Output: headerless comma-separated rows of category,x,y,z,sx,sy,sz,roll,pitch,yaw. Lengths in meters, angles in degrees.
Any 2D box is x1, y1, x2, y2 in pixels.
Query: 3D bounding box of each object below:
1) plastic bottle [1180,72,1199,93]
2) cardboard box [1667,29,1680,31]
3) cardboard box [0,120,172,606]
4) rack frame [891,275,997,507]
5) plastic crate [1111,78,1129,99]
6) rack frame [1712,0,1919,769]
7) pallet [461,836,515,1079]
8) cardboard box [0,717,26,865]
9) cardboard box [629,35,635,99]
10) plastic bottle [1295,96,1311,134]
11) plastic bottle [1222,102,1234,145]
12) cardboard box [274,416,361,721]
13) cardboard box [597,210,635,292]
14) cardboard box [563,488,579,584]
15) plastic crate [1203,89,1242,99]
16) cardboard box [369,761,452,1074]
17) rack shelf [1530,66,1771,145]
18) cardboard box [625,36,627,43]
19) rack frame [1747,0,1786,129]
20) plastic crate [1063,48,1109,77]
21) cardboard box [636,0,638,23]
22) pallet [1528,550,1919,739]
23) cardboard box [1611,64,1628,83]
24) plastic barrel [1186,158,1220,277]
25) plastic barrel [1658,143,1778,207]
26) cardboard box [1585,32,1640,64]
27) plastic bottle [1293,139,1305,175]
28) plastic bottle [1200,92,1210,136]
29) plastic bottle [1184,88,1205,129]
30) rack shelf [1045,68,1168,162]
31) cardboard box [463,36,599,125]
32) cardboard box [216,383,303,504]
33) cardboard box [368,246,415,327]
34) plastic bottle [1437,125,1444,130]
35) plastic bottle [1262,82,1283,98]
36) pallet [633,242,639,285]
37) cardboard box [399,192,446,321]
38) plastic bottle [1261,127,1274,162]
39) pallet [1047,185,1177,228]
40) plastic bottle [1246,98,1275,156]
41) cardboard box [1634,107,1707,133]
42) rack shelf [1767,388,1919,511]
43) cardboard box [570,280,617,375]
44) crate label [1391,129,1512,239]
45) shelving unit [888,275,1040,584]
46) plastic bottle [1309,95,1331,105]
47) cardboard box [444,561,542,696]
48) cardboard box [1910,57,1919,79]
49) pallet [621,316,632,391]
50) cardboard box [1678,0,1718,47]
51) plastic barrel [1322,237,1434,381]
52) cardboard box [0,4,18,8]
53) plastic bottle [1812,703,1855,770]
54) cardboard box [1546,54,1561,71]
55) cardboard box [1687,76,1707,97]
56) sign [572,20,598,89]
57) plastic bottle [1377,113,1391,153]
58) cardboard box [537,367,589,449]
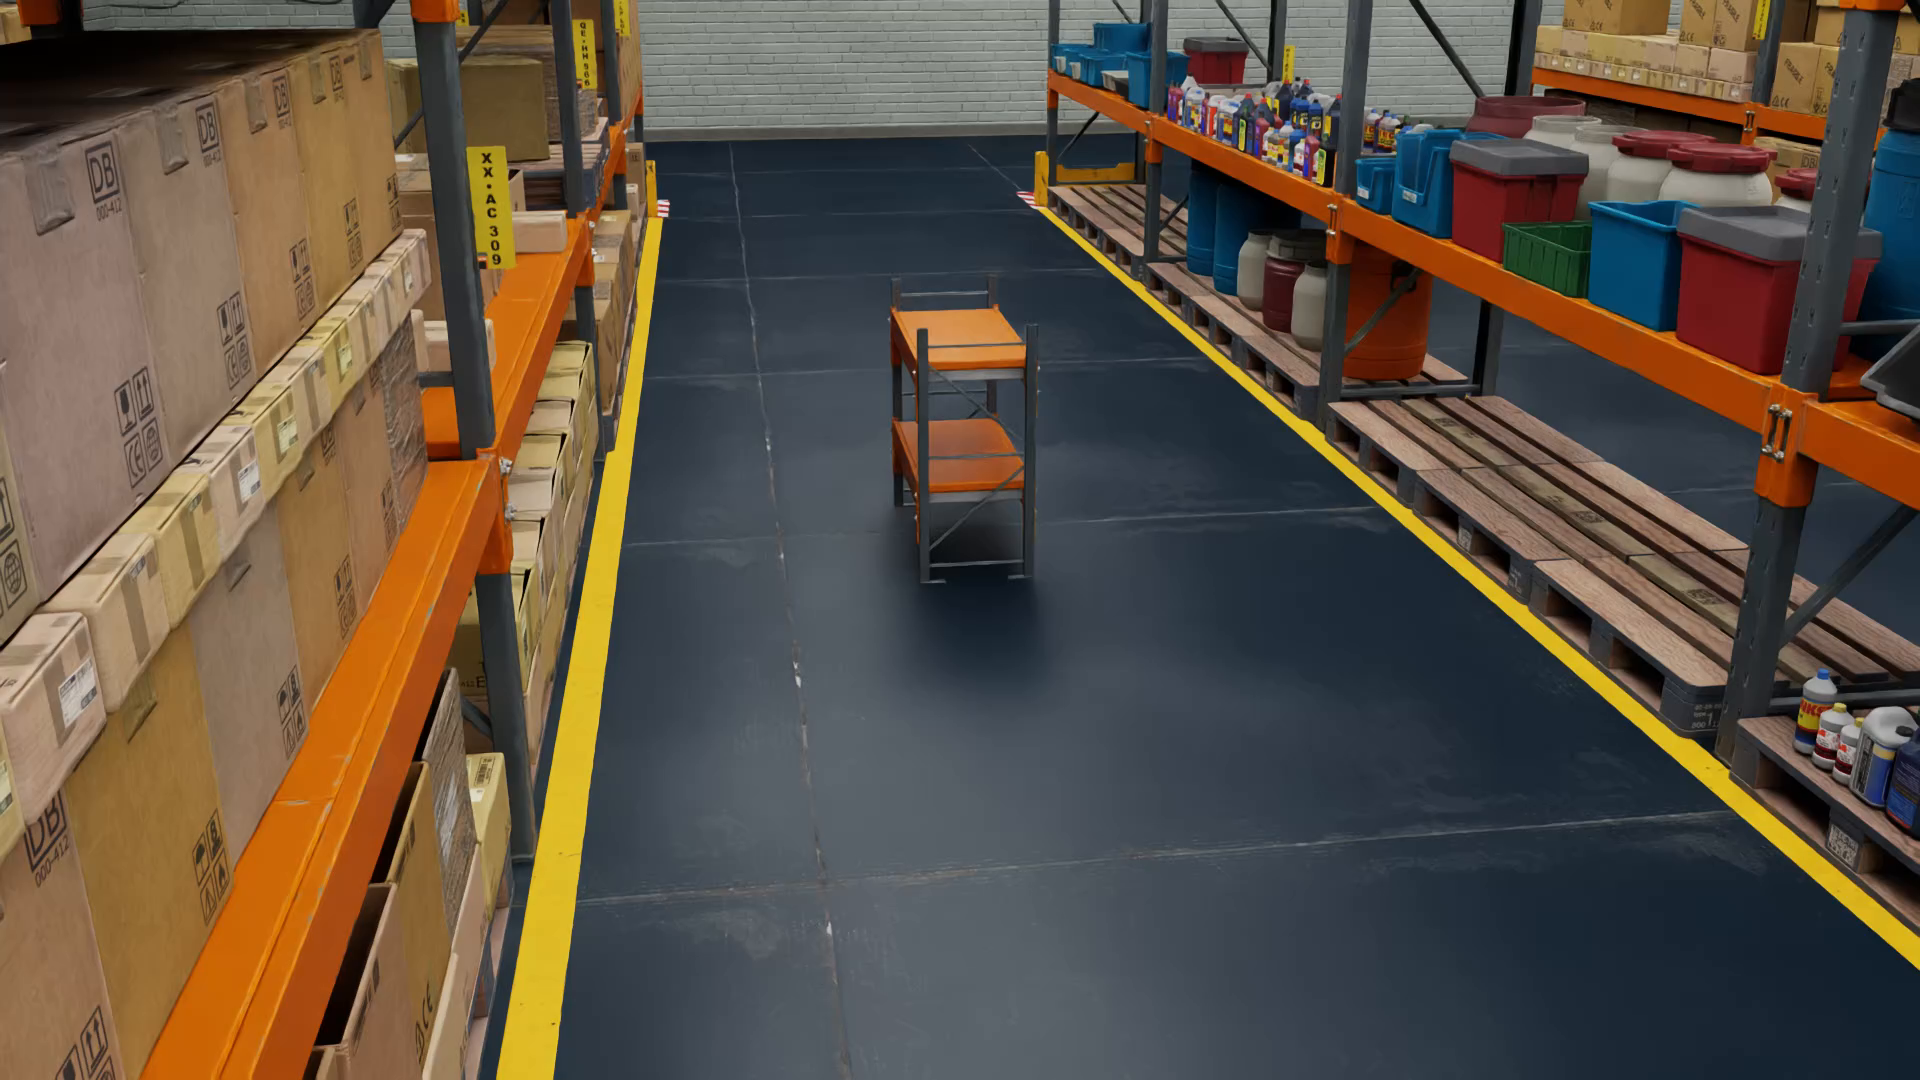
plastic bottle,1.680,-3.262,12.232,0.144,0.351,0.185,-3,21,-8
cardboard box,6.673,-4.811,16.099,0.500,0.250,0.500,-3,21,-9
cardboard box,-1.446,-0.225,2.035,0.700,0.500,0.500,-3,21,-8
rack frame,-0.074,-0.705,7.997,0.500,1.125,0.032,-3,21,-8
plastic crate,1.517,-3.710,13.670,0.437,0.125,0.590,-3,21,-8
rack frame,3.097,-0.667,5.215,1.000,3.000,0.127,-3,21,-8
pallet,-1.732,1.165,4.295,1.003,0.211,1.213,-3,21,-8
cardboard box,-1.147,0.291,1.579,0.380,0.149,0.250,-3,21,-8
cardboard box,-2.984,-3.952,13.867,0.500,0.500,0.500,-3,21,-9
plastic bottle,2.344,-2.896,11.367,0.097,0.271,0.097,0,20,0
plastic bottle,1.790,-2.755,10.989,0.097,0.271,0.097,0,20,0
cardboard box,-1.584,0.044,3.168,0.700,0.500,0.500,-3,21,-7
cardboard box,-2.604,-2.067,11.907,0.500,0.500,0.500,-3,21,-8
cardboard box,-1.840,-0.012,6.790,0.500,0.250,0.500,-3,21,-7
plastic crate,2.018,-3.510,13.118,0.396,0.136,0.243,-3,21,-8
cardboard box,-1.386,0.818,3.498,0.500,0.500,0.500,-3,21,-8
rack shelf,6.557,-4.042,15.280,1.077,0.370,4.000,-3,21,-8
cardboard box,-2.823,-4.060,12.726,0.500,0.500,0.500,-4,21,-9
rack frame,6.845,-3.687,13.300,1.000,3.000,0.127,-3,21,-8
plastic crate,1.172,-4.442,15.474,0.416,0.233,0.300,-3,21,-8
cardboard box,-3.199,-4.948,15.106,0.500,0.500,0.500,-3,21,-8
pallet,2.945,0.369,6.426,1.003,0.211,1.213,-3,21,-8
cardboard box,6.216,-4.282,15.253,0.380,0.149,0.250,-3,21,-9
plastic barrel,2.005,-2.461,12.418,0.600,0.901,0.708,-3,21,-8
plastic barrel,3.070,-1.327,6.788,0.433,0.535,0.433,0,20,0
cardboard box,6.221,-4.607,15.554,0.500,0.250,0.500,-4,21,-10
plastic bottle,1.994,-2.232,9.689,0.097,0.201,0.097,0,20,0
plastic bottle,1.702,-2.926,11.431,0.061,0.283,0.133,-3,21,-8
plastic bottle,1.686,-3.073,11.833,0.152,0.276,0.135,-3,21,-8
rack shelf,1.655,-3.792,14.611,1.077,0.370,4.000,-3,21,-8
cardboard box,-2.643,-2.823,10.245,0.700,0.500,0.500,-8,22,-21
cardboard box,-1.331,-0.154,2.772,0.380,0.149,0.250,-2,21,-6
cardboard box,-1.520,-0.600,3.966,0.380,0.149,0.250,-3,21,-9
plastic bottle,2.776,-2.280,9.699,0.061,0.283,0.133,-3,21,-8
plastic bottle,2.320,-3.259,12.331,0.152,0.276,0.135,-3,21,-8
pallet,-3.056,-2.120,13.090,1.003,0.211,1.213,-3,21,-8
cardboard box,-1.976,-0.915,5.735,0.500,0.500,0.500,-1,21,-4
plastic bottle,1.910,-2.434,10.230,0.097,0.201,0.097,0,20,0
pallet,1.448,-3.228,16.057,1.003,0.211,1.213,-3,21,-8
plastic bottle,1.893,-2.600,10.462,0.144,0.351,0.185,-3,21,-8
cardboard box,6.699,-3.432,15.055,0.875,0.875,0.875,-3,21,-8
rack shelf,3.385,0.362,3.487,1.077,0.370,4.000,-3,21,-8
cardboard box,-2.246,-1.192,9.563,0.500,0.500,0.500,-4,21,-10
crate label,2.396,-1.711,7.959,0.502,0.435,0.616,-3,21,-8
shelving unit,-0.001,-0.529,7.526,0.538,1.125,1.048,-3,21,-8
plastic bottle,2.465,-2.911,11.400,0.152,0.276,0.135,-3,21,-8
cardboard box,-1.618,0.254,5.276,0.500,0.311,0.500,-3,21,-8
cardboard box,6.889,-3.036,11.414,0.500,0.500,0.500,-3,21,-7
pallet,-2.625,-1.179,10.571,1.003,0.211,1.213,-3,21,-8
cardboard box,6.446,-4.427,13.998,0.500,0.500,0.500,-3,21,-7
plastic barrel,2.433,-1.401,9.681,0.600,0.830,0.708,-3,21,-8
cardboard box,-8.353,-4.287,14.478,0.980,0.700,0.700,-2,21,-5
plastic bottle,2.724,0.605,5.179,0.097,0.201,0.097,0,20,0
cardboard box,6.031,-4.726,16.441,0.380,0.149,0.250,-3,21,-9
cardboard box,6.403,-3.836,14.059,0.380,0.149,0.250,-3,21,-9
sign,-1.833,-2.375,8.133,0.100,0.325,0.005,-3,21,-8
plastic bottle,2.655,-2.519,10.358,0.097,0.271,0.097,0,20,0
cardboard box,-1.981,-0.626,7.634,0.500,0.311,0.500,-3,21,-9
